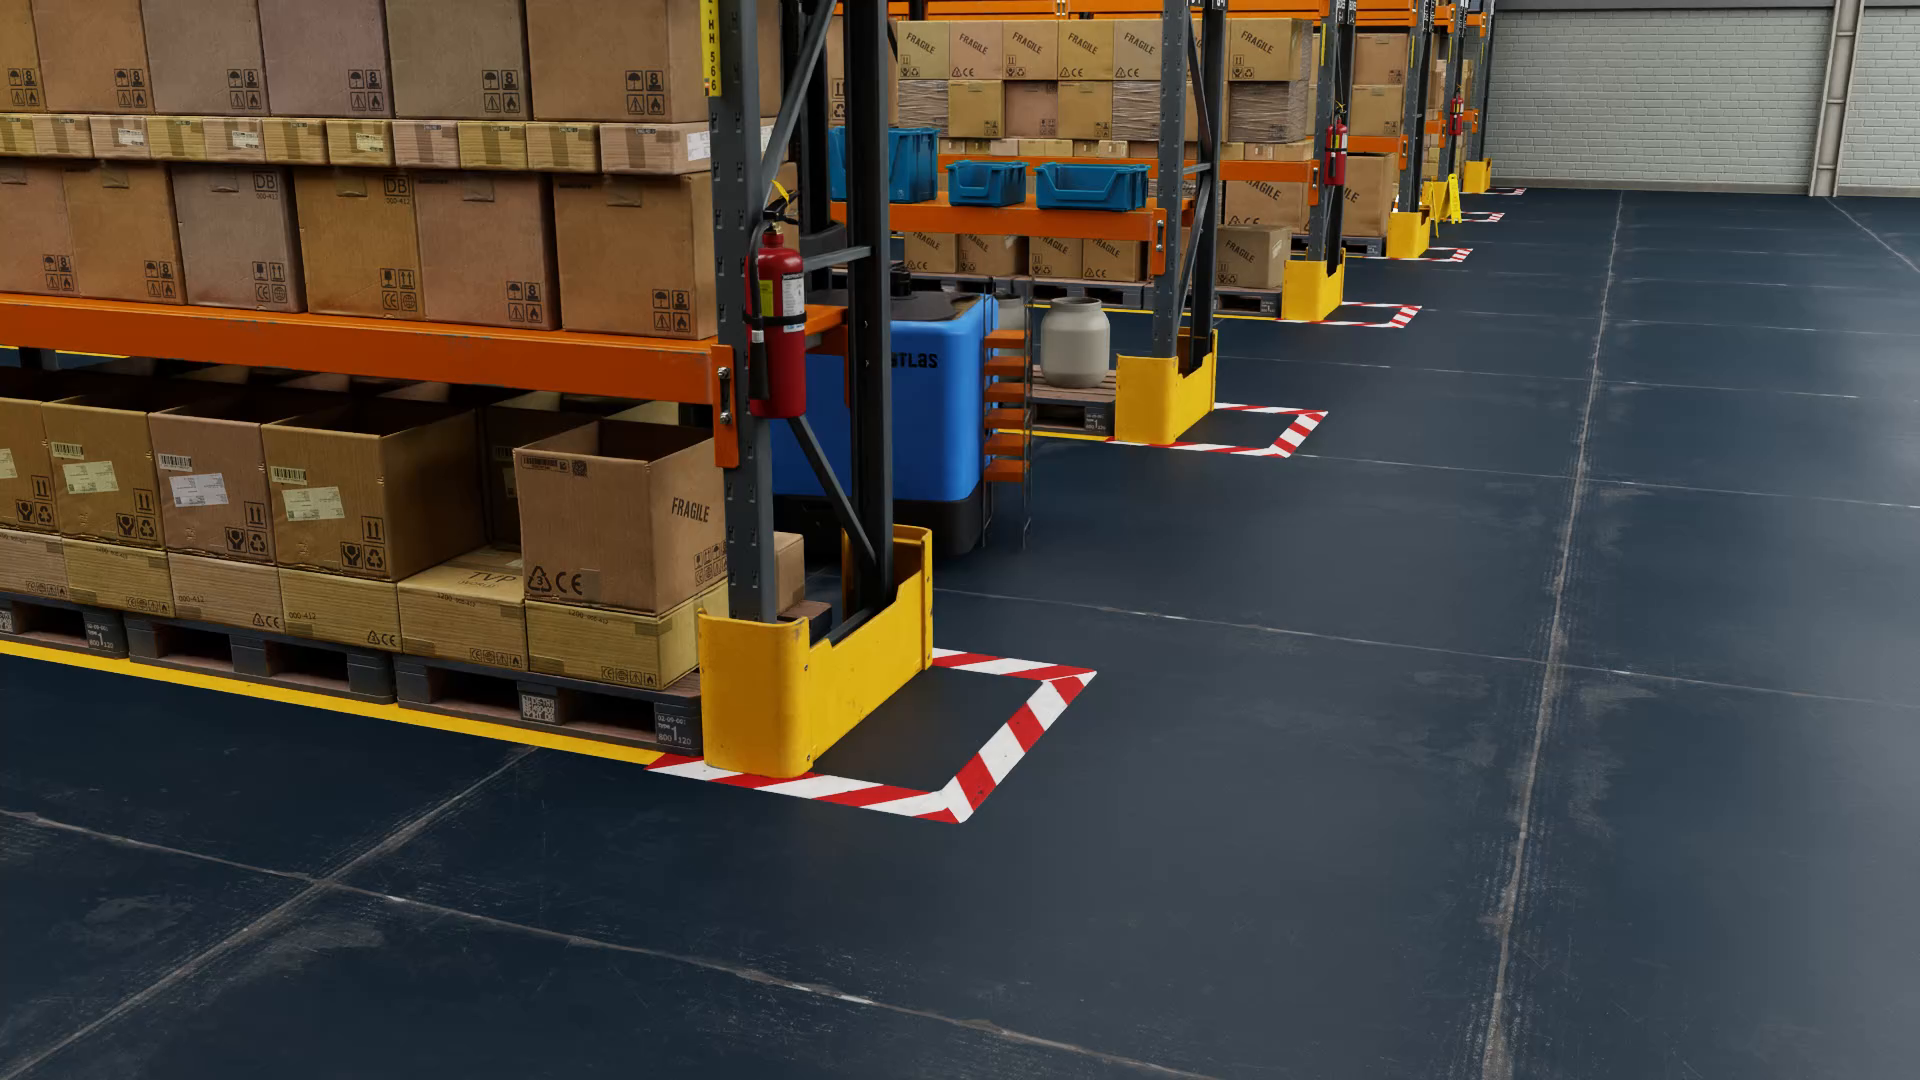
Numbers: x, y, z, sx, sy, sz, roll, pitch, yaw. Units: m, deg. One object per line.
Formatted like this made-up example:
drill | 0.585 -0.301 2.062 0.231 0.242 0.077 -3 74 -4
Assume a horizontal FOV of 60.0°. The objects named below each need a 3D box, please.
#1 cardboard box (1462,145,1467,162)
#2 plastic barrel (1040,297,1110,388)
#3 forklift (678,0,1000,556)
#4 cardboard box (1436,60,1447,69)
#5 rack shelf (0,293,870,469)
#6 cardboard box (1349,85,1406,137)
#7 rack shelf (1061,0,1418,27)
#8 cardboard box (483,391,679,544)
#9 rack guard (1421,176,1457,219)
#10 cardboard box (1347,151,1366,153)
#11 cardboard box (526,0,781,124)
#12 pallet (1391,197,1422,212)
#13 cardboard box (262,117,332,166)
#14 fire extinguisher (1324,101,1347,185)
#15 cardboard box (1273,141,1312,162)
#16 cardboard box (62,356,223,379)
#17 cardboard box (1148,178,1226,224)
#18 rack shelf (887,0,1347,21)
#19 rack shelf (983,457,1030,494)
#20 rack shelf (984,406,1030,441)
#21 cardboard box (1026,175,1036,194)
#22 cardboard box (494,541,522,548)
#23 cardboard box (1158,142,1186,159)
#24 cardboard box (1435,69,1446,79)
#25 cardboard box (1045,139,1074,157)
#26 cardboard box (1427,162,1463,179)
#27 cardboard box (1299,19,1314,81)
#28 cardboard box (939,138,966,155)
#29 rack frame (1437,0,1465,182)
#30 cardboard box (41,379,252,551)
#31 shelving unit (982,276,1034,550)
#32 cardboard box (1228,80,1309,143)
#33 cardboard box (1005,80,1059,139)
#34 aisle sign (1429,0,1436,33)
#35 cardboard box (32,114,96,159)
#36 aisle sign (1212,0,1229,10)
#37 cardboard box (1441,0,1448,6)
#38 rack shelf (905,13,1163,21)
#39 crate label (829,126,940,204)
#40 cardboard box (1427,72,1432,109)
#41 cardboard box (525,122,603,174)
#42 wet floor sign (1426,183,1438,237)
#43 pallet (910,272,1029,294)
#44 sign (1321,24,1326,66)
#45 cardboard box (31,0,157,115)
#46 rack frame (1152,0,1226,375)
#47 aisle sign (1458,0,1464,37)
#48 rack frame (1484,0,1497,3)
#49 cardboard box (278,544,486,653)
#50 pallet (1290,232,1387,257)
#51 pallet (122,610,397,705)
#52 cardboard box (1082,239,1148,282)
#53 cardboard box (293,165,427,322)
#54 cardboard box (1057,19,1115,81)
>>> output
cardboard box | 8.253 -6.519 28.030 0.500 0.250 0.500 7 17 22
plastic barrel | 0.703 -1.207 10.162 0.421 0.512 0.421 0 16 0
forklift | -1.372 -1.482 7.520 3.031 2.935 1.130 3 16 10
cardboard box | 7.963 -7.797 27.275 0.250 0.149 0.380 6 17 21
rack shelf | -2.339 -0.728 6.091 4.000 0.370 1.077 6 17 21
cardboard box | 4.712 -4.812 18.599 0.550 0.550 0.875 6 17 21
rack shelf | 3.213 -6.013 18.917 4.000 0.370 1.077 6 17 21
cardboard box | -1.361 -0.273 6.068 0.500 0.500 0.500 6 17 21
rack guard | 6.726 -4.815 23.363 0.348 0.500 1.175 6 17 21
cardboard box | 5.469 -5.316 23.438 0.500 0.500 0.500 7 18 23
cardboard box | -0.957 -1.596 5.286 0.500 0.500 0.700 6 17 21
pallet | 5.983 -4.769 23.721 1.213 0.211 1.003 6 17 21
cardboard box | -2.109 -1.350 5.601 0.250 0.149 0.380 7 18 22
fire extinguisher | 3.097 -3.269 13.693 0.183 0.674 0.296 6 17 21
cardboard box | 2.819 -3.293 14.086 0.250 0.149 0.380 6 17 21
cardboard box | -3.227 -0.474 6.761 0.500 0.500 0.500 6 17 21
cardboard box | 2.752 -4.130 19.579 0.875 0.875 0.875 6 17 21
rack shelf | 1.300 -4.737 14.521 4.000 0.370 1.077 6 17 21
rack shelf | 0.215 -0.294 7.554 0.180 0.103 0.258 3 16 10
rack shelf | 0.215 -0.524 7.487 0.180 0.103 0.258 3 16 10
cardboard box | 0.743 -4.284 20.333 0.750 0.750 1.050 6 17 20
cardboard box | -1.362 0.087 6.171 0.500 0.250 0.500 6 17 21
cardboard box | 1.891 -3.396 14.443 0.250 0.149 0.380 6 17 21
cardboard box | 7.940 -7.636 27.255 0.250 0.149 0.380 7 17 22
cardboard box | 0.929 -3.476 14.718 0.250 0.149 0.380 6 17 21
cardboard box | 8.061 -6.143 27.632 0.500 0.250 0.500 6 17 21
cardboard box | 2.748 -4.236 14.377 0.500 0.500 0.500 6 17 21
cardboard box | -0.001 -3.579 15.072 0.250 0.149 0.380 6 17 21
rack frame | 6.796 -6.008 22.988 0.127 3.000 1.000 6 17 21
cardboard box | -2.952 -0.288 6.120 0.500 0.500 0.500 6 17 21
shelving unit | 0.215 -0.567 7.475 0.189 1.200 0.258 3 16 10
cardboard box | 2.659 -3.692 14.298 0.500 0.500 0.875 6 17 21
cardboard box | 0.789 -3.890 14.981 0.500 0.500 0.875 6 17 21
aisle sign | 5.250 -6.033 18.411 0.004 0.787 0.394 6 17 21
cardboard box | -3.070 -1.456 5.964 0.250 0.149 0.380 6 17 19
aisle sign | 1.517 -3.470 9.584 0.004 0.787 0.394 6 17 21
cardboard box | 6.607 -7.446 23.012 0.250 0.149 0.380 6 17 21
rack shelf | 1.215 -7.717 24.784 4.000 0.370 1.077 6 17 21
crate label | -0.469 -2.288 10.112 0.616 0.435 0.502 6 17 21
cardboard box | 6.190 -6.183 22.878 0.500 0.500 0.500 6 17 20
cardboard box | -1.148 -1.244 5.237 0.250 0.149 0.380 7 18 22
wet floor sign | 5.827 -4.094 20.617 0.232 0.644 0.267 3 17 11
pallet | 0.077 -2.448 15.728 1.213 0.211 1.003 6 17 21
sign | 2.938 -4.004 13.440 0.005 0.325 0.100 6 17 21
cardboard box | -2.848 -1.802 5.996 0.500 0.500 0.700 6 17 21
rack frame | 1.343 -2.153 9.710 0.127 3.000 1.000 6 17 21
aisle sign | 6.747 -7.175 22.345 0.004 0.787 0.394 6 17 21
rack frame | 8.614 -10.177 26.587 0.127 3.000 1.000 6 17 21
cardboard box | -2.021 0.173 5.876 0.500 0.250 0.500 6 17 21
pallet | 4.301 -3.436 19.131 1.213 0.211 1.003 6 17 21
pallet | -2.336 0.278 6.338 1.213 0.211 1.003 6 17 21
cardboard box | 1.441 -2.628 15.077 0.500 0.500 0.500 8 18 26
cardboard box | -1.858 -1.073 5.809 0.500 0.500 0.700 6 17 21
cardboard box | 1.164 -4.256 14.446 0.500 0.500 0.500 6 17 21
